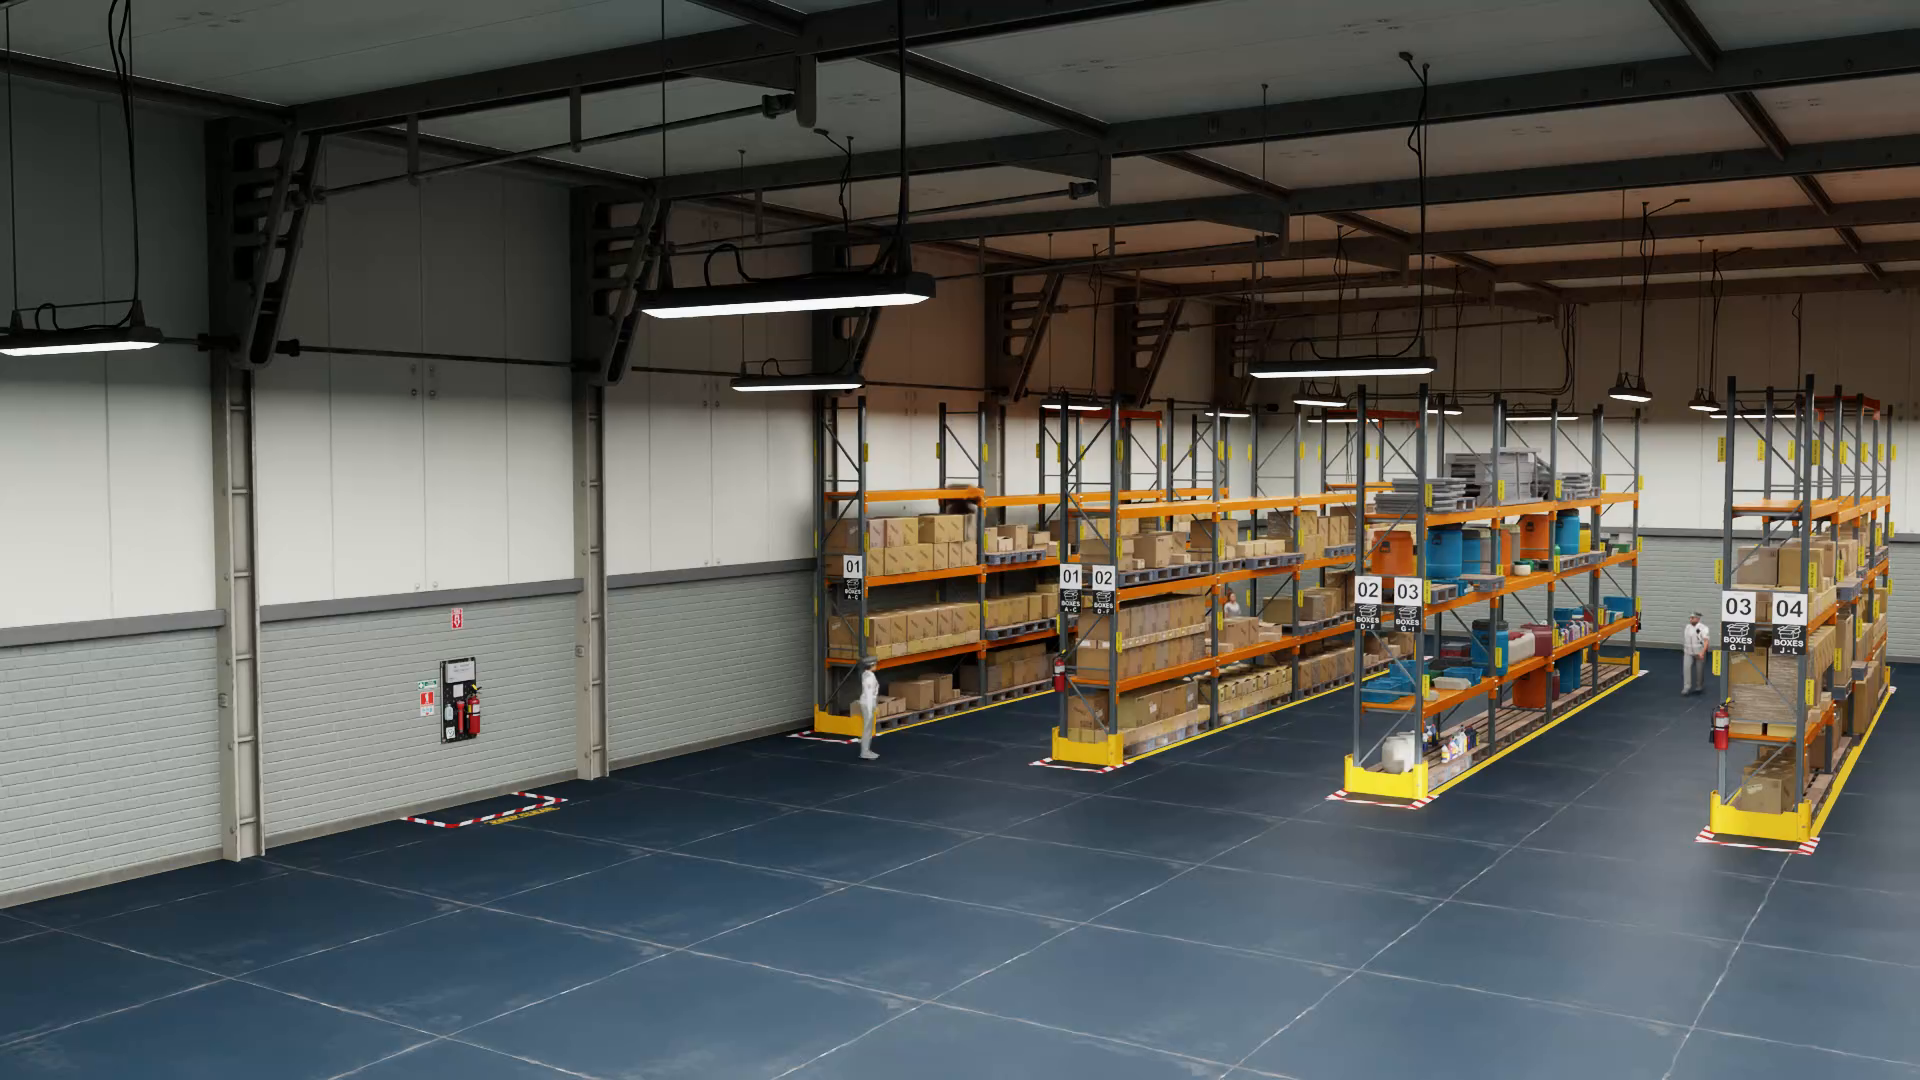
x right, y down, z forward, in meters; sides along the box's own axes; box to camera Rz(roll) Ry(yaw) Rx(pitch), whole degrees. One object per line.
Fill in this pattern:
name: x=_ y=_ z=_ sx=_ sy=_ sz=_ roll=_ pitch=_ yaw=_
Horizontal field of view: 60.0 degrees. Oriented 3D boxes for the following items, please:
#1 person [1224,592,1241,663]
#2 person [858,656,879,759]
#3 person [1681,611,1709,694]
person: x=6.582 y=2.081 z=39.867 sx=0.471 sy=1.682 sz=0.554 roll=-2 pitch=3 yaw=-30
person: x=-1.490 y=2.733 z=27.207 sx=0.341 sy=1.686 sz=0.515 roll=0 pitch=3 yaw=-8
person: x=15.211 y=2.322 z=34.370 sx=0.499 sy=1.717 sz=1.048 roll=2 pitch=3 yaw=31
